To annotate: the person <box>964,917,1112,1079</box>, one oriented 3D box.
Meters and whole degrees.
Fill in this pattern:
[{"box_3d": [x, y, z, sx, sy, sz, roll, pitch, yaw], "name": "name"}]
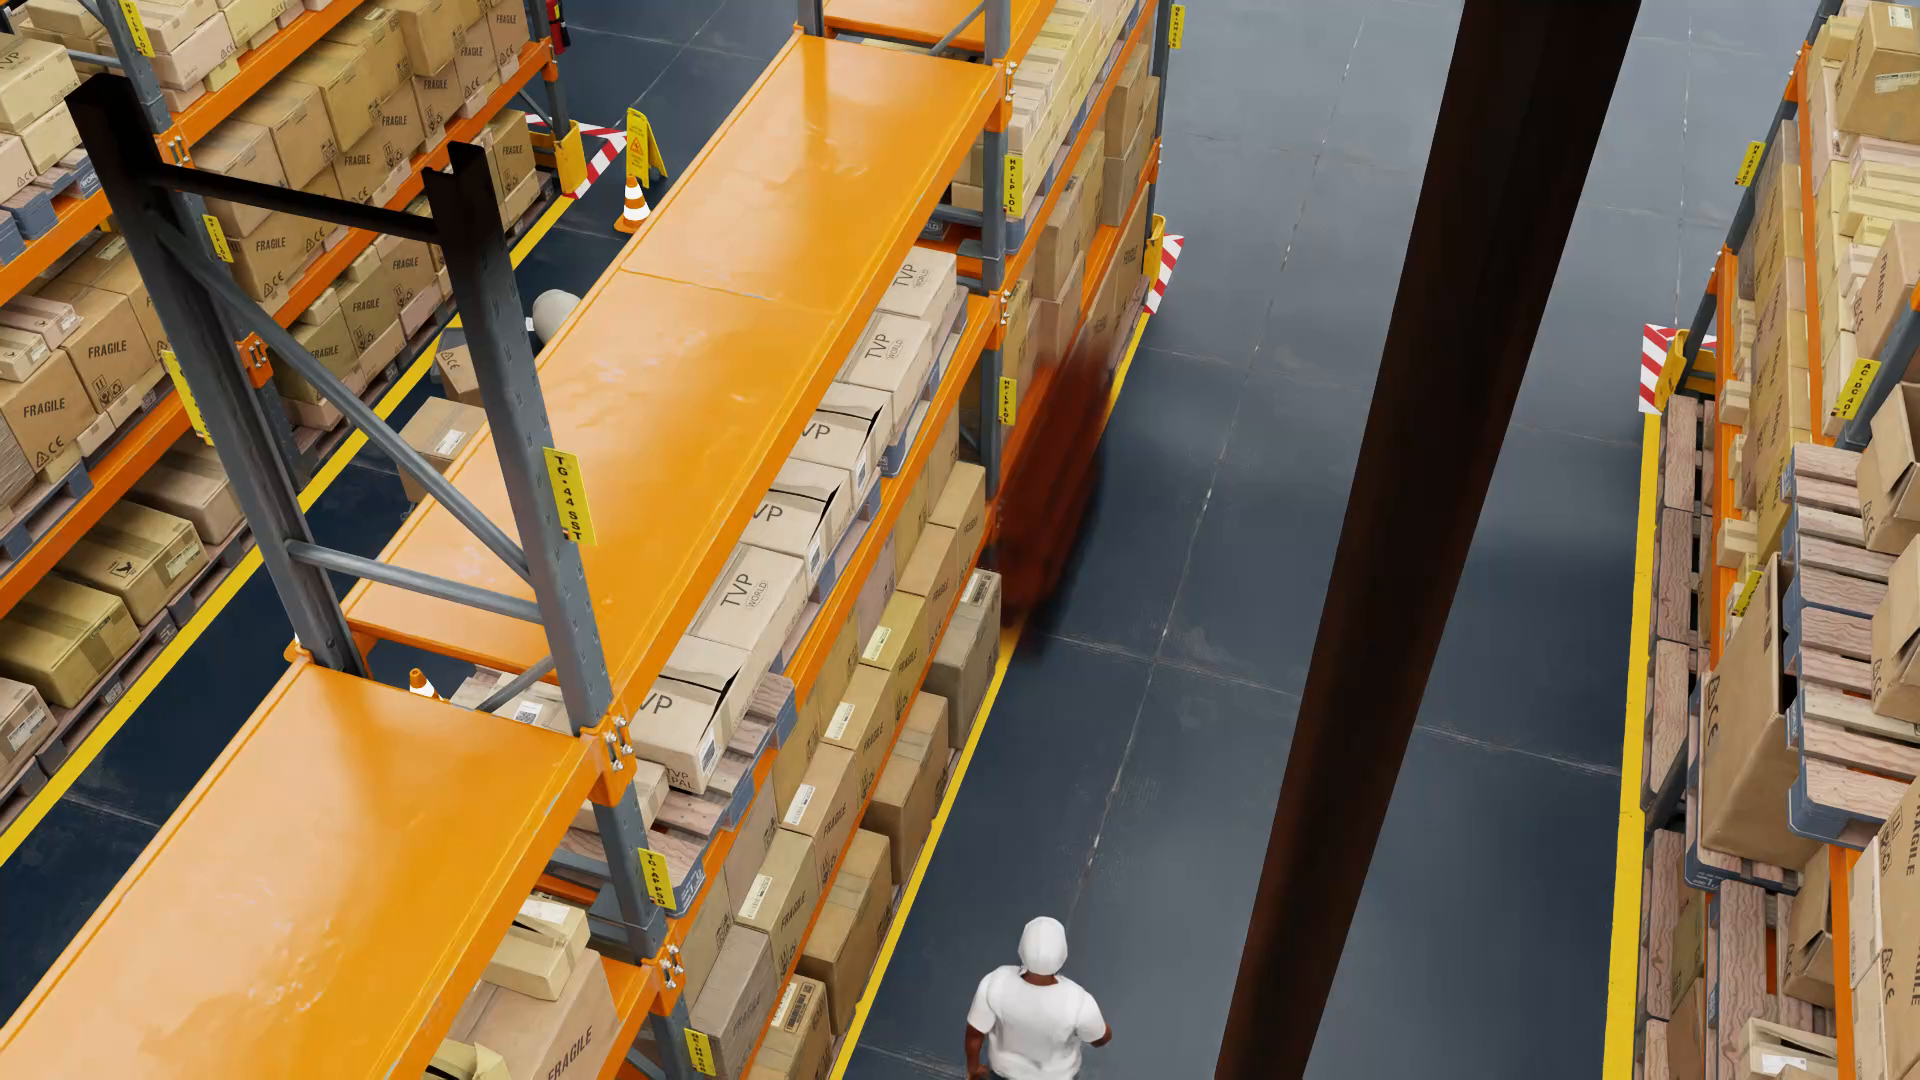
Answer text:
[{"box_3d": [0.374, 2.215, 7.521, 0.596, 1.521, 1.070, 16, 48, 15], "name": "person"}]
